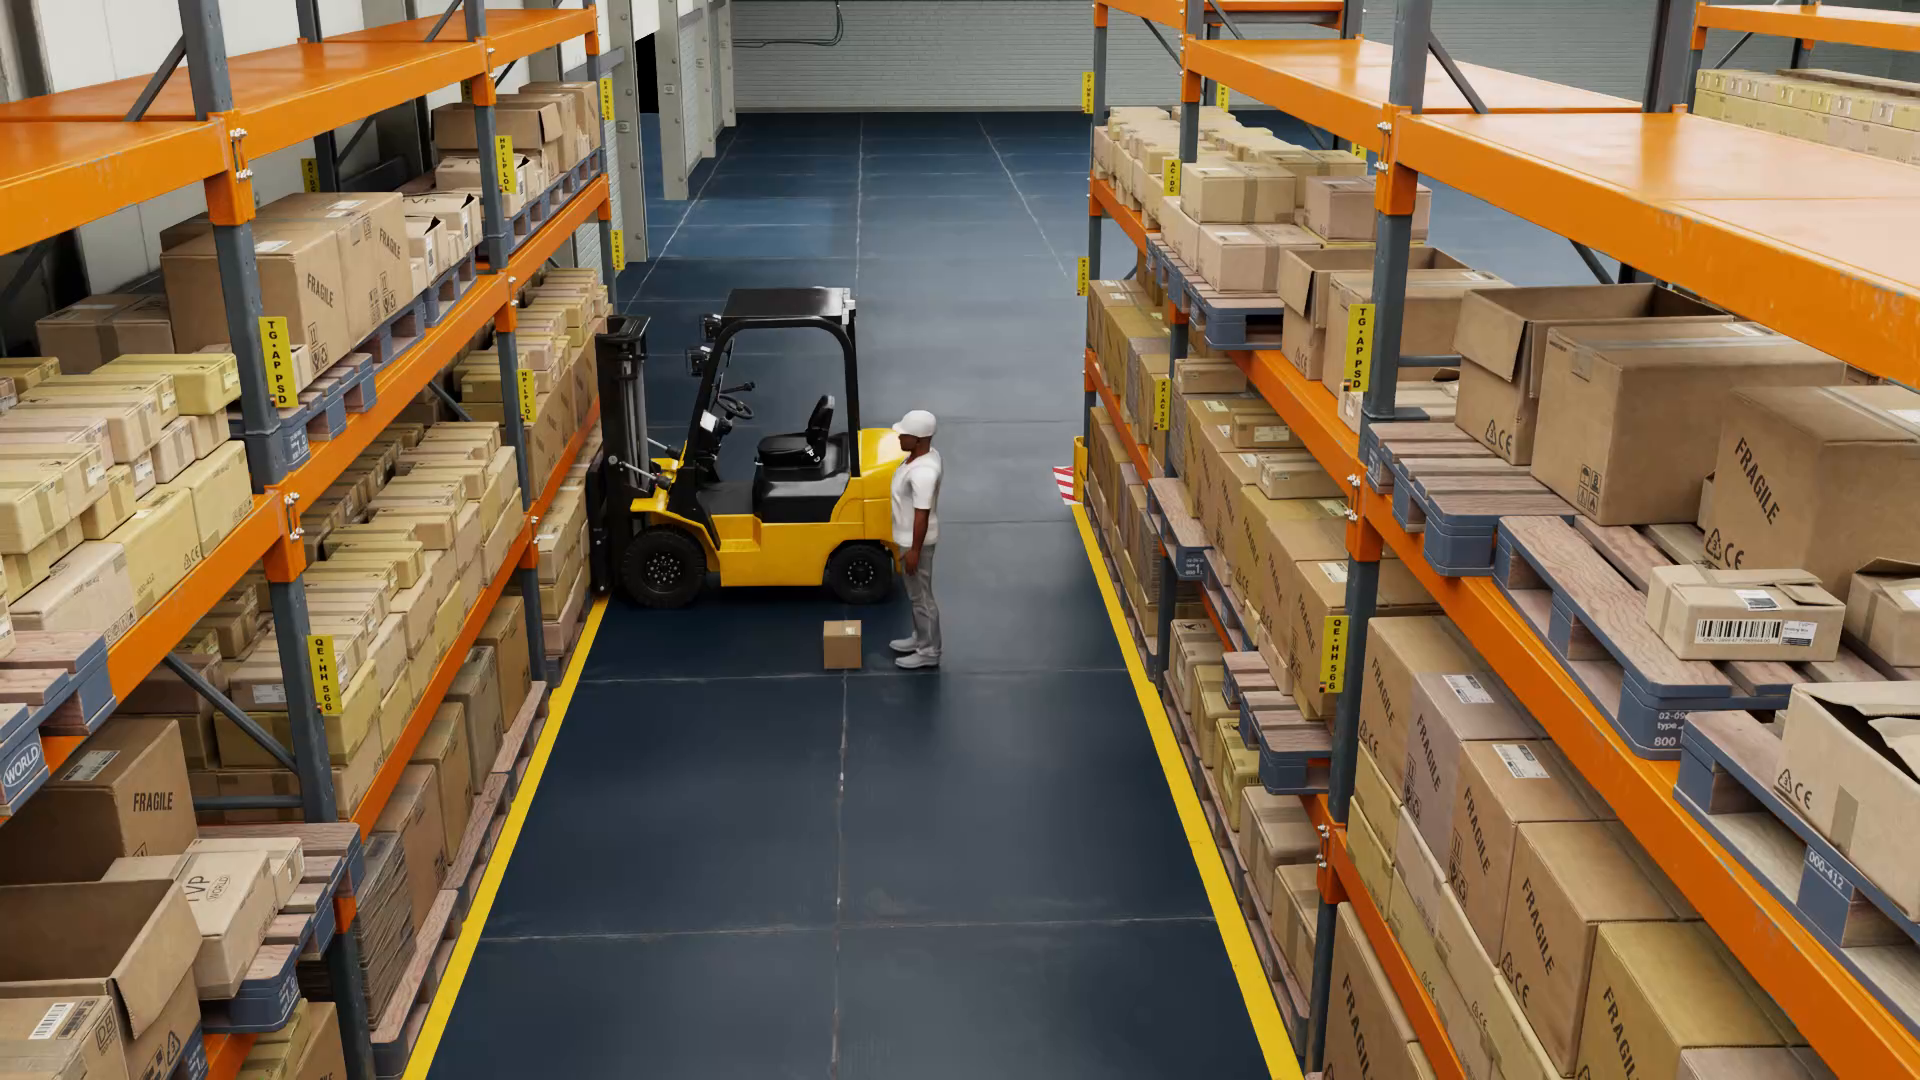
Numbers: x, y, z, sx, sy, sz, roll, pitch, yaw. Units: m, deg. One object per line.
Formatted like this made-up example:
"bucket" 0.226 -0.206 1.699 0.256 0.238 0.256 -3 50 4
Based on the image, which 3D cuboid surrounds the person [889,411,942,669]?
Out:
"person" -0.300 -0.012 11.055 0.364 1.765 0.562 -1 20 -2
